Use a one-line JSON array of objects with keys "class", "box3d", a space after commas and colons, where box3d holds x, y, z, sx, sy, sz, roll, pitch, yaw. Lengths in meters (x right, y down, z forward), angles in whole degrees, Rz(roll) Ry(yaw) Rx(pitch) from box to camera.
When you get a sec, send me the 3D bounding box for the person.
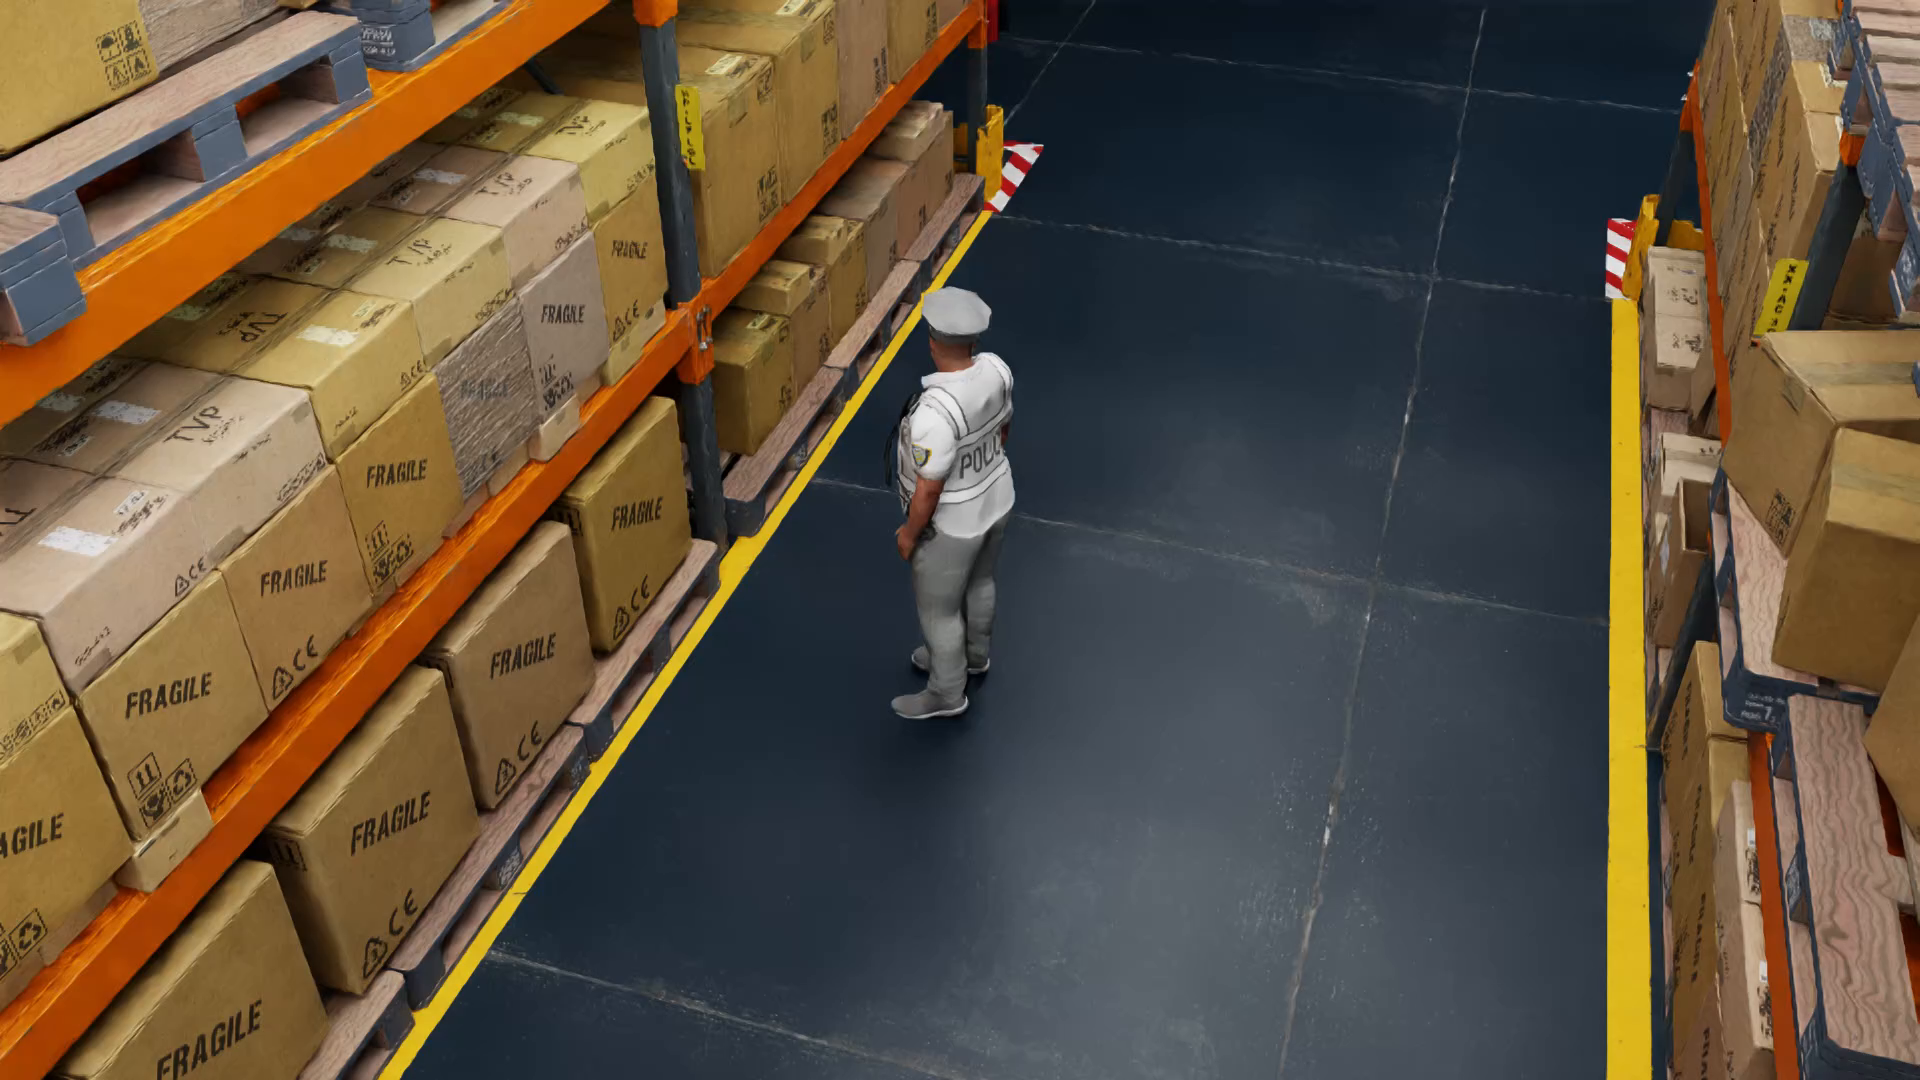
[{"class": "person", "box3d": [-0.033, -0.101, 6.277, 0.443, 1.805, 0.588, 21, 42, 26]}]
